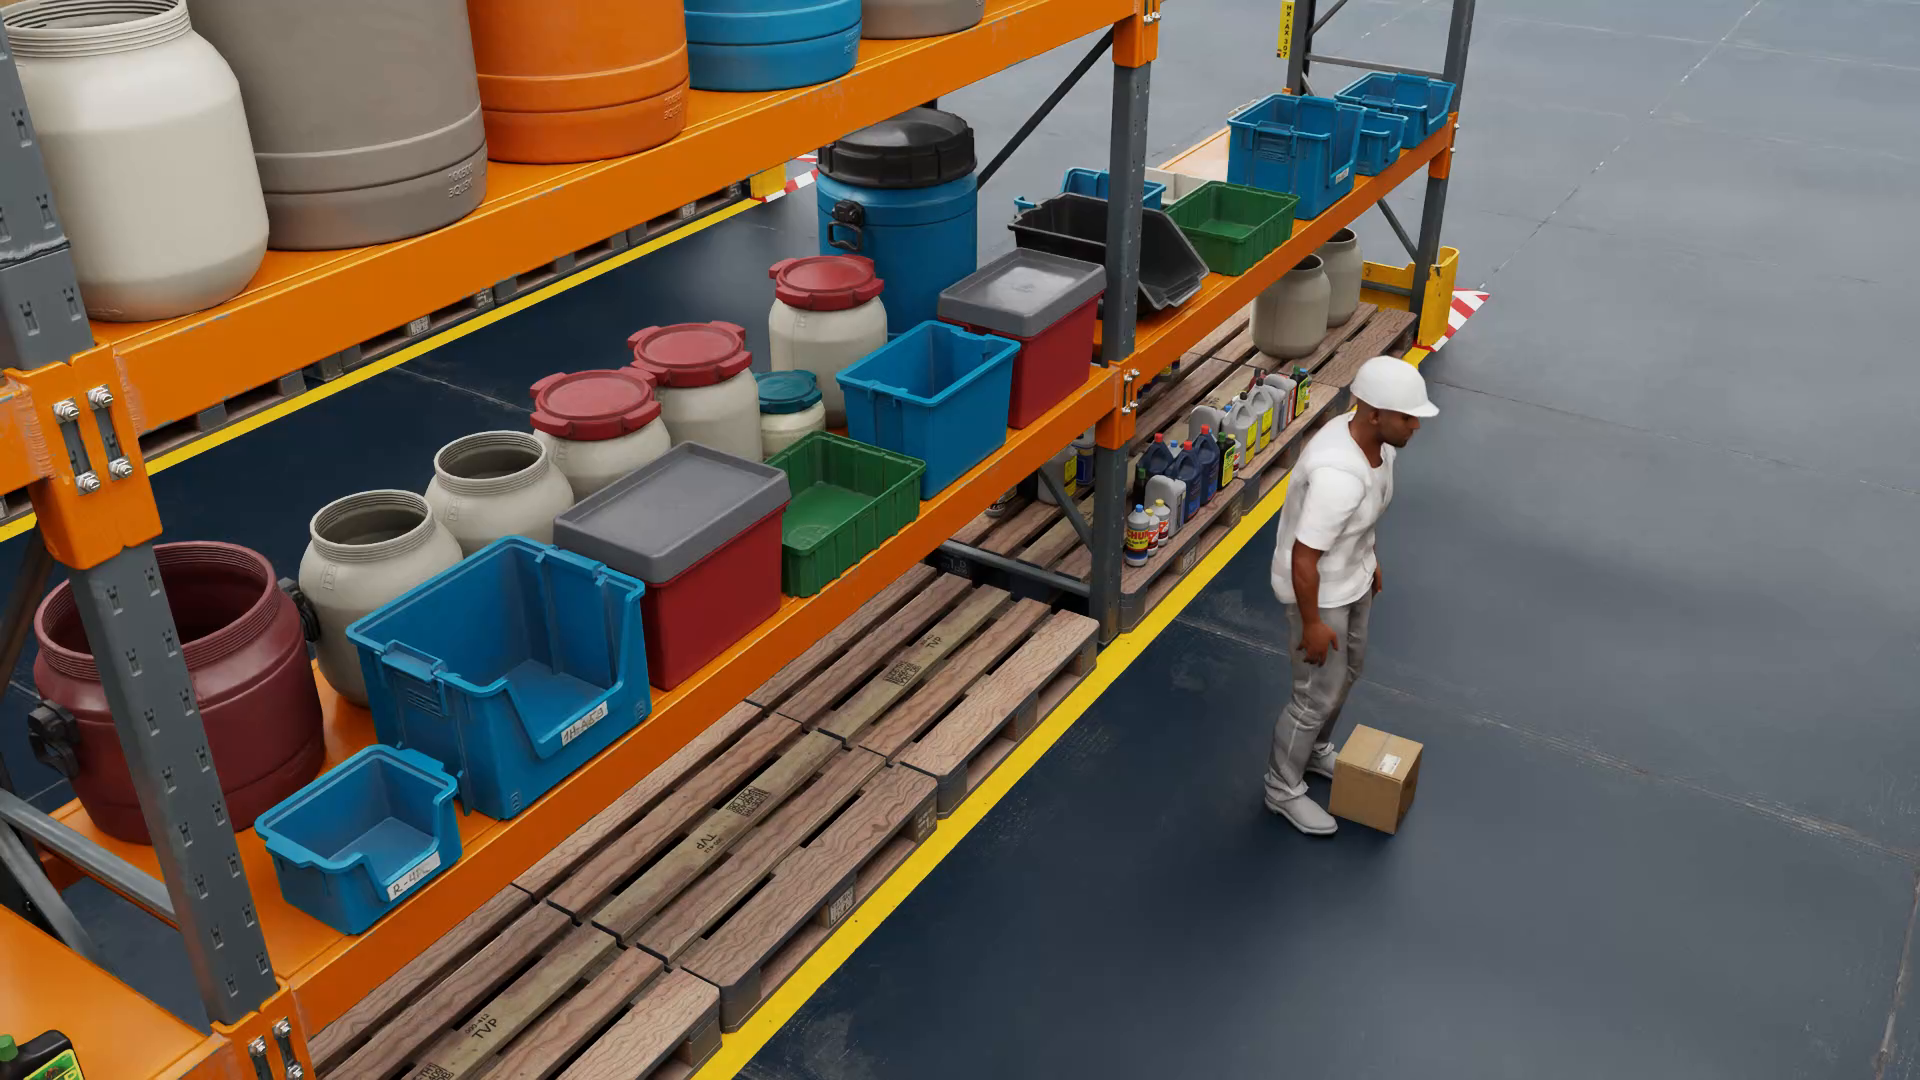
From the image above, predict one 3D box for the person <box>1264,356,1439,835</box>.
[{"bbox_3d":[1.332,0.171,5.820,0.463,1.760,0.631,17,34,27],"label":"person"}]
